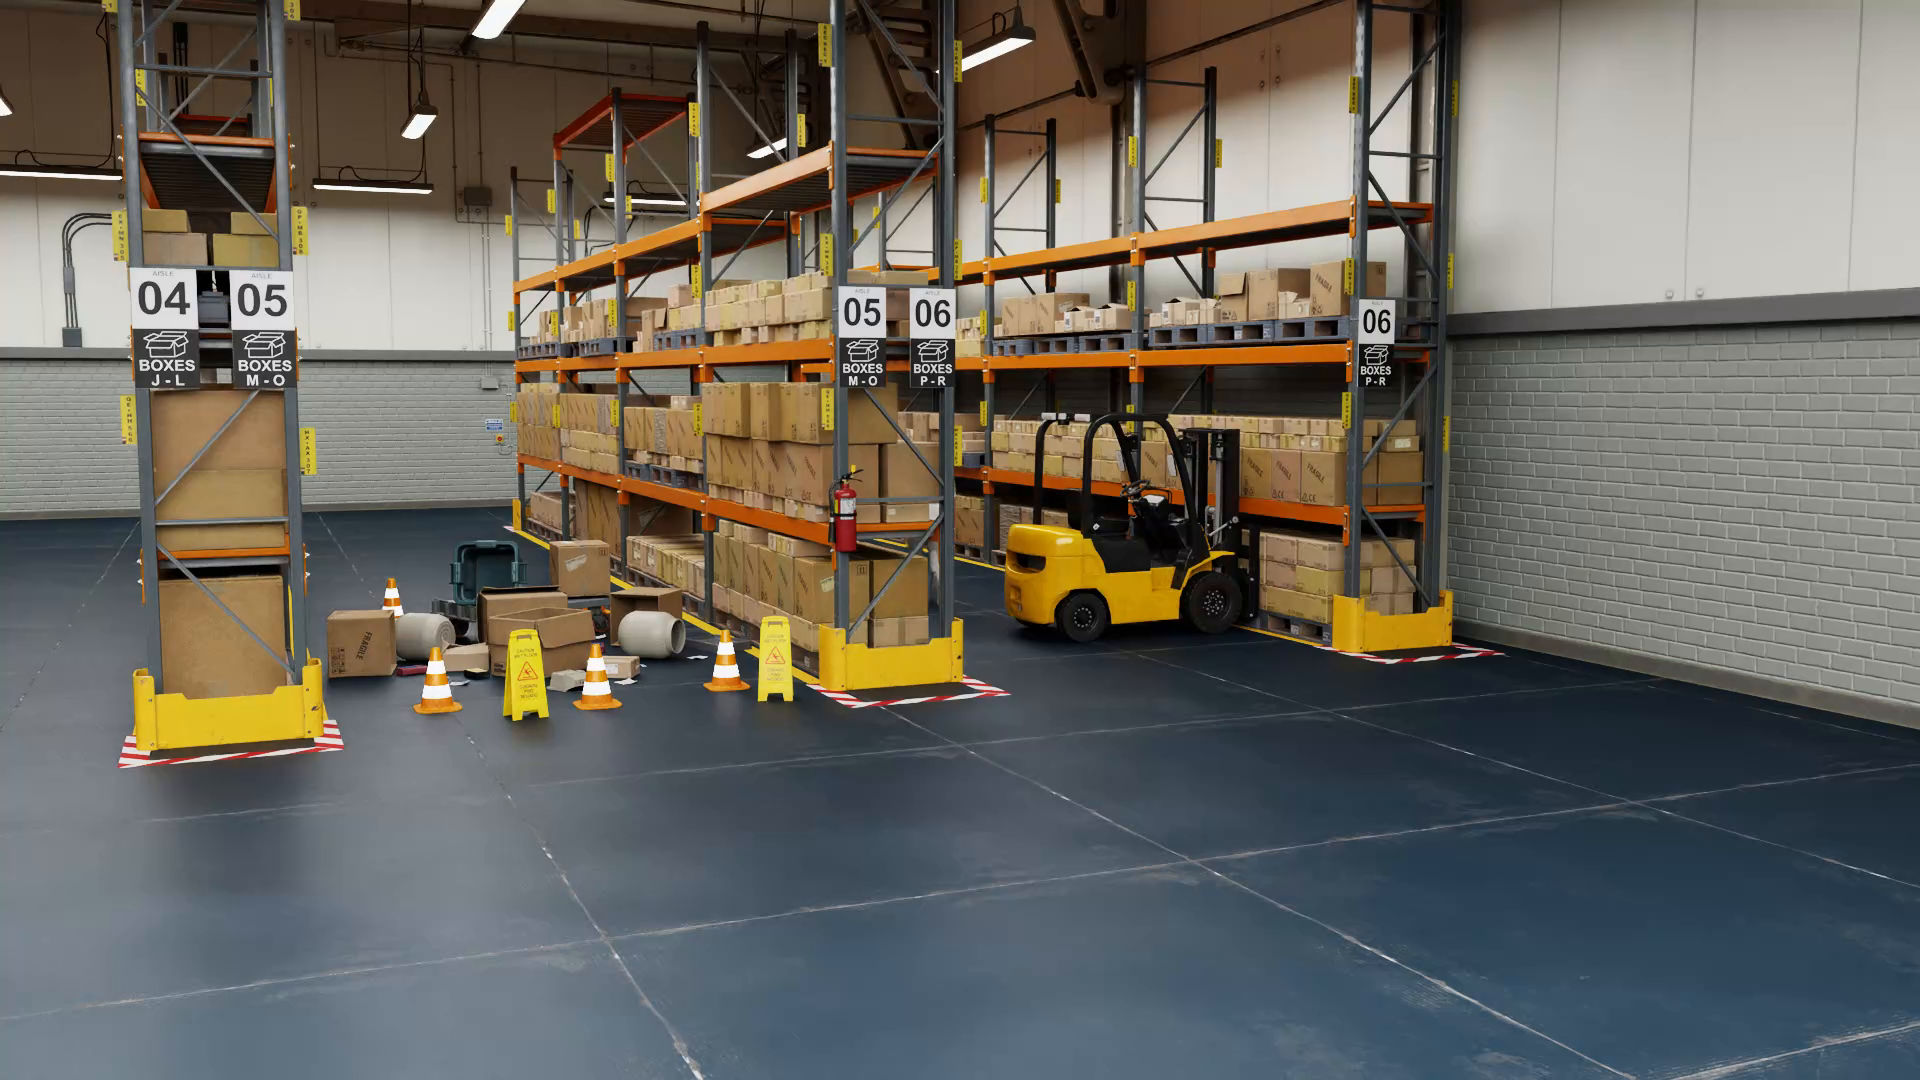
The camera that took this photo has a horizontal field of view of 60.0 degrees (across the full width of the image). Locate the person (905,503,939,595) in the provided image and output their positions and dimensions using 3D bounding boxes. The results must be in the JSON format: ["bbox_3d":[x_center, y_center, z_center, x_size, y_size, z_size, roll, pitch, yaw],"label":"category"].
[{"bbox_3d":[-0.380,-0.223,18.857,0.549,1.738,0.836,-1,5,-9],"label":"person"}]
